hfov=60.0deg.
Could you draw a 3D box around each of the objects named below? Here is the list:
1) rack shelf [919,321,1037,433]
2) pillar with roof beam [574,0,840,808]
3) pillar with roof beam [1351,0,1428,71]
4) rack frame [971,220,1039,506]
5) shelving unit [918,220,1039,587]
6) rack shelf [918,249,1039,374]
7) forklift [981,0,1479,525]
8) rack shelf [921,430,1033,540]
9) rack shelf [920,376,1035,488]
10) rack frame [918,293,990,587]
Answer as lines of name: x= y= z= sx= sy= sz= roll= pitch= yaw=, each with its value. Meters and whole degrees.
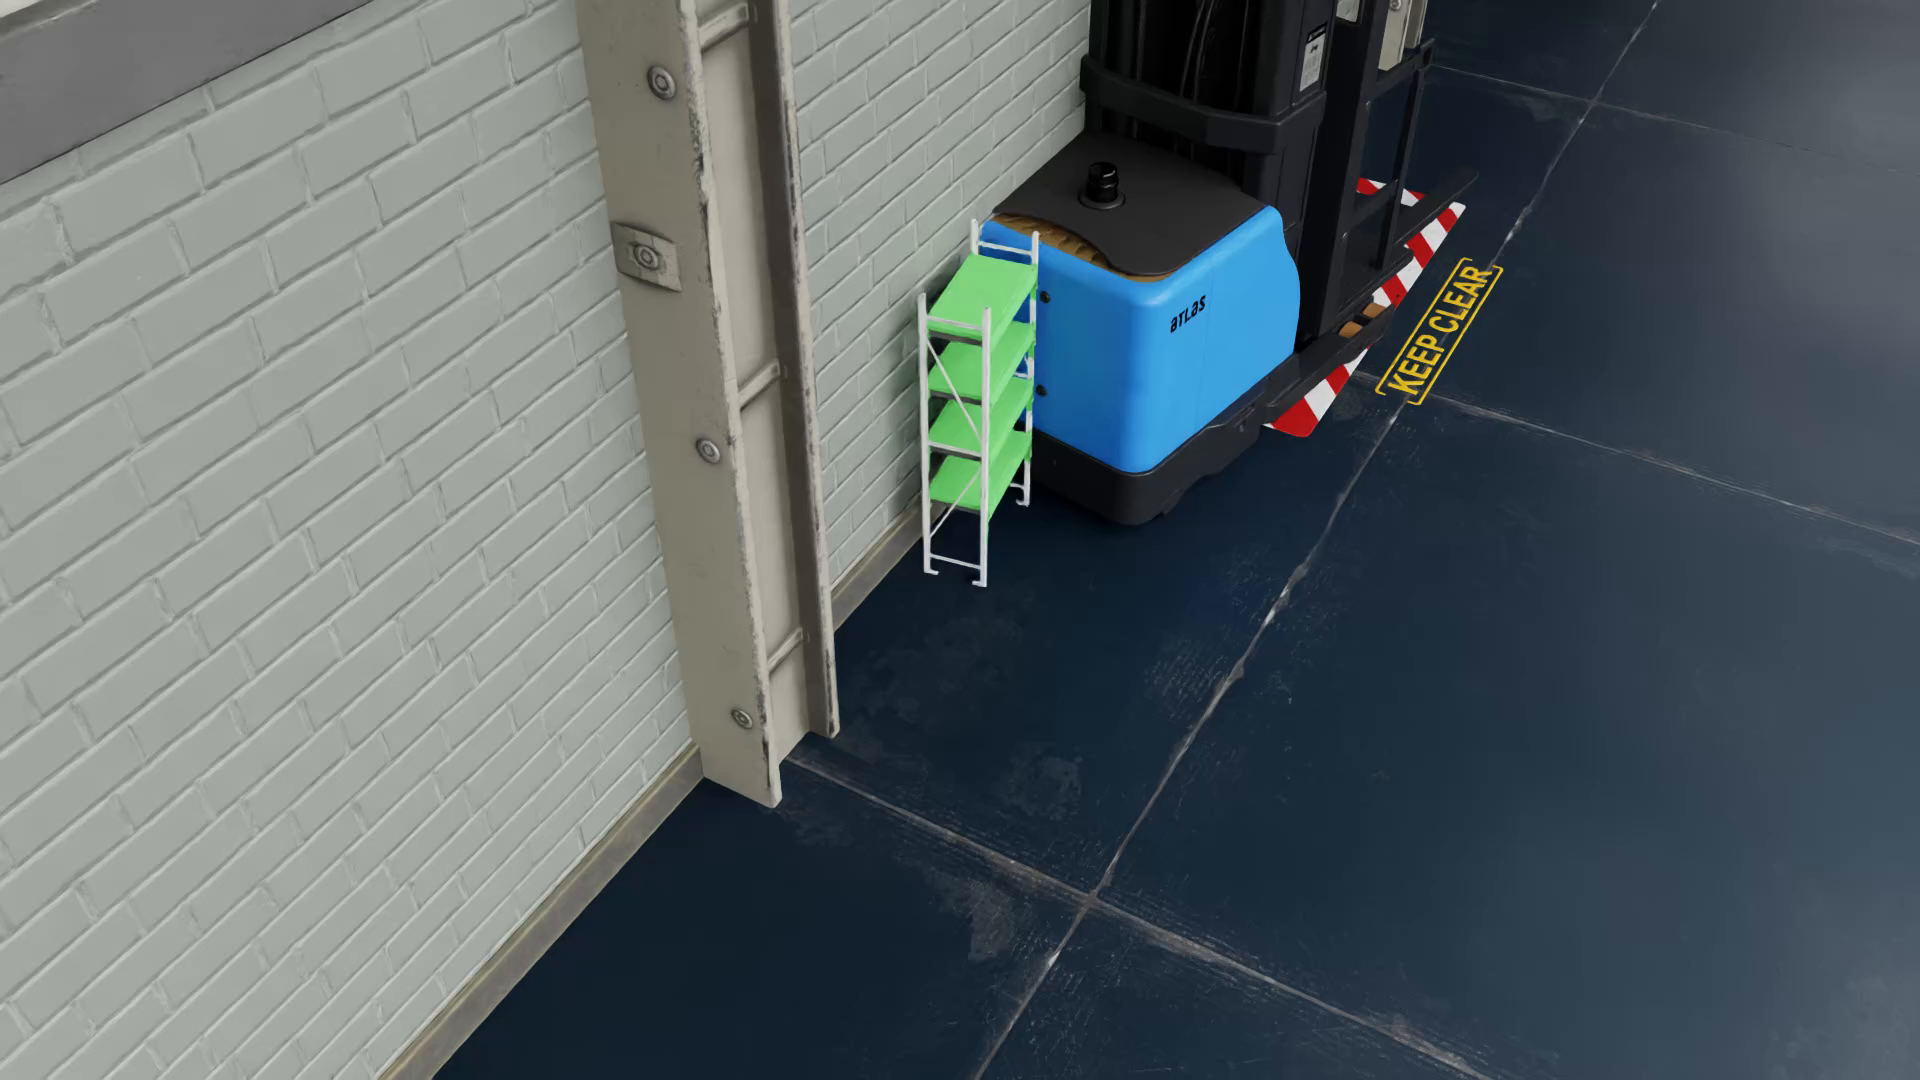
rack shelf: x=0.067 y=-0.593 z=5.749 sx=0.258 sy=0.148 sz=0.480 roll=14 pitch=43 yaw=15
pillar with roof beam: x=3.100 y=-1.264 z=0.876 sx=9.100 sy=9.000 sz=0.400 roll=21 pitch=45 yaw=22
pillar with roof beam: x=6.102 y=-4.697 z=4.775 sx=9.100 sy=9.000 sz=0.400 roll=21 pitch=45 yaw=22
rack frame: x=0.153 y=-0.612 z=6.037 sx=0.240 sy=1.200 sz=0.015 roll=14 pitch=43 yaw=15
shelving unit: x=0.067 y=-0.461 z=5.865 sx=0.258 sy=1.200 sz=0.503 roll=14 pitch=43 yaw=15
rack shelf: x=0.067 y=-0.773 z=5.590 sx=0.258 sy=0.148 sz=0.480 roll=14 pitch=43 yaw=15
forklift: x=1.230 y=-2.058 z=6.369 sx=1.130 sy=2.935 sz=3.031 roll=29 pitch=49 yaw=29
rack shelf: x=0.067 y=-0.232 z=6.066 sx=0.258 sy=0.148 sz=0.480 roll=14 pitch=43 yaw=15
rack shelf: x=0.067 y=-0.413 z=5.907 sx=0.258 sy=0.148 sz=0.480 roll=14 pitch=43 yaw=15
rack frame: x=-0.018 y=-0.309 z=5.694 sx=0.240 sy=1.200 sz=0.015 roll=14 pitch=43 yaw=15
